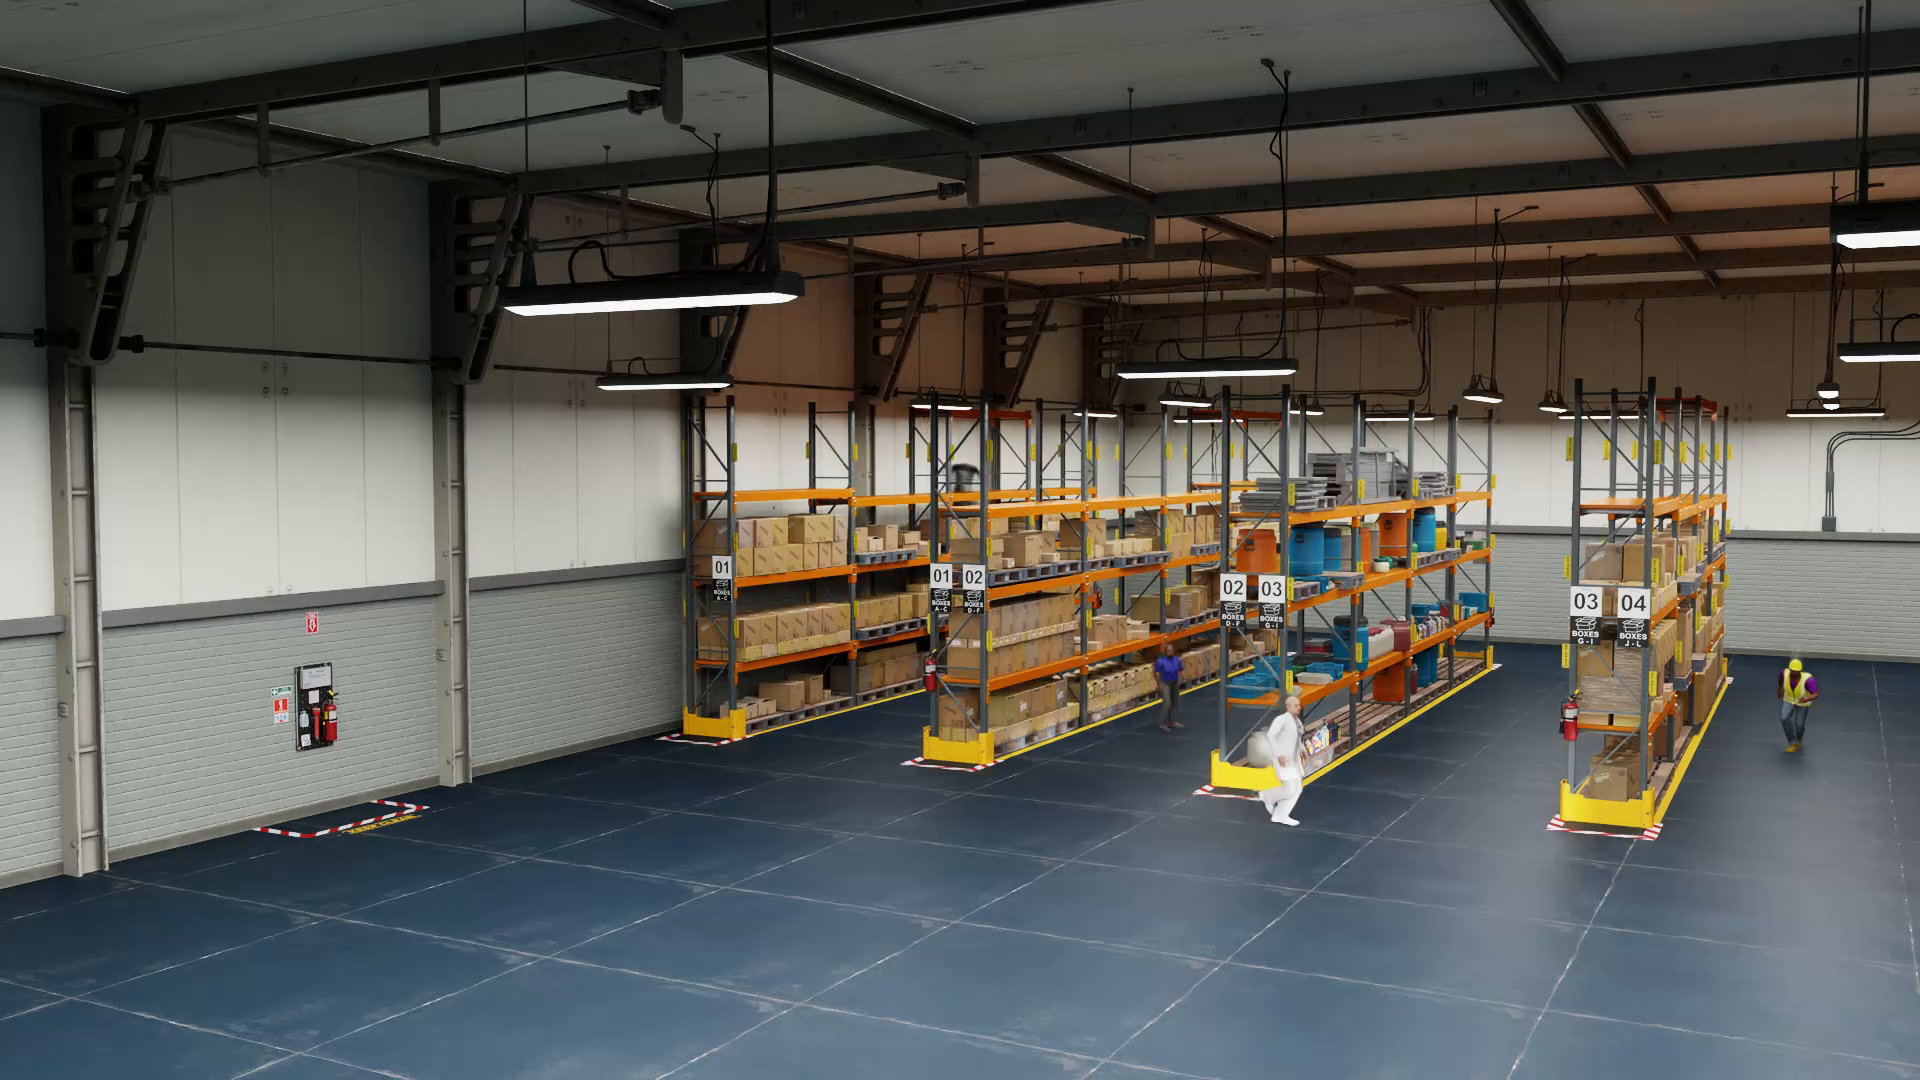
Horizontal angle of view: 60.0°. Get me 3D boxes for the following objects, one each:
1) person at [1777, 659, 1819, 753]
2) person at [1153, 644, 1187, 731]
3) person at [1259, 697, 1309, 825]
[{"bbox_3d":[13.994,2.733,27.763,0.689,1.573,1.100,2,4,36],"label":"person"},{"bbox_3d":[3.817,2.655,29.998,0.643,1.598,0.761,-1,3,-24],"label":"person"},{"bbox_3d":[4.330,2.960,22.423,0.655,1.727,0.755,3,4,44],"label":"person"}]
